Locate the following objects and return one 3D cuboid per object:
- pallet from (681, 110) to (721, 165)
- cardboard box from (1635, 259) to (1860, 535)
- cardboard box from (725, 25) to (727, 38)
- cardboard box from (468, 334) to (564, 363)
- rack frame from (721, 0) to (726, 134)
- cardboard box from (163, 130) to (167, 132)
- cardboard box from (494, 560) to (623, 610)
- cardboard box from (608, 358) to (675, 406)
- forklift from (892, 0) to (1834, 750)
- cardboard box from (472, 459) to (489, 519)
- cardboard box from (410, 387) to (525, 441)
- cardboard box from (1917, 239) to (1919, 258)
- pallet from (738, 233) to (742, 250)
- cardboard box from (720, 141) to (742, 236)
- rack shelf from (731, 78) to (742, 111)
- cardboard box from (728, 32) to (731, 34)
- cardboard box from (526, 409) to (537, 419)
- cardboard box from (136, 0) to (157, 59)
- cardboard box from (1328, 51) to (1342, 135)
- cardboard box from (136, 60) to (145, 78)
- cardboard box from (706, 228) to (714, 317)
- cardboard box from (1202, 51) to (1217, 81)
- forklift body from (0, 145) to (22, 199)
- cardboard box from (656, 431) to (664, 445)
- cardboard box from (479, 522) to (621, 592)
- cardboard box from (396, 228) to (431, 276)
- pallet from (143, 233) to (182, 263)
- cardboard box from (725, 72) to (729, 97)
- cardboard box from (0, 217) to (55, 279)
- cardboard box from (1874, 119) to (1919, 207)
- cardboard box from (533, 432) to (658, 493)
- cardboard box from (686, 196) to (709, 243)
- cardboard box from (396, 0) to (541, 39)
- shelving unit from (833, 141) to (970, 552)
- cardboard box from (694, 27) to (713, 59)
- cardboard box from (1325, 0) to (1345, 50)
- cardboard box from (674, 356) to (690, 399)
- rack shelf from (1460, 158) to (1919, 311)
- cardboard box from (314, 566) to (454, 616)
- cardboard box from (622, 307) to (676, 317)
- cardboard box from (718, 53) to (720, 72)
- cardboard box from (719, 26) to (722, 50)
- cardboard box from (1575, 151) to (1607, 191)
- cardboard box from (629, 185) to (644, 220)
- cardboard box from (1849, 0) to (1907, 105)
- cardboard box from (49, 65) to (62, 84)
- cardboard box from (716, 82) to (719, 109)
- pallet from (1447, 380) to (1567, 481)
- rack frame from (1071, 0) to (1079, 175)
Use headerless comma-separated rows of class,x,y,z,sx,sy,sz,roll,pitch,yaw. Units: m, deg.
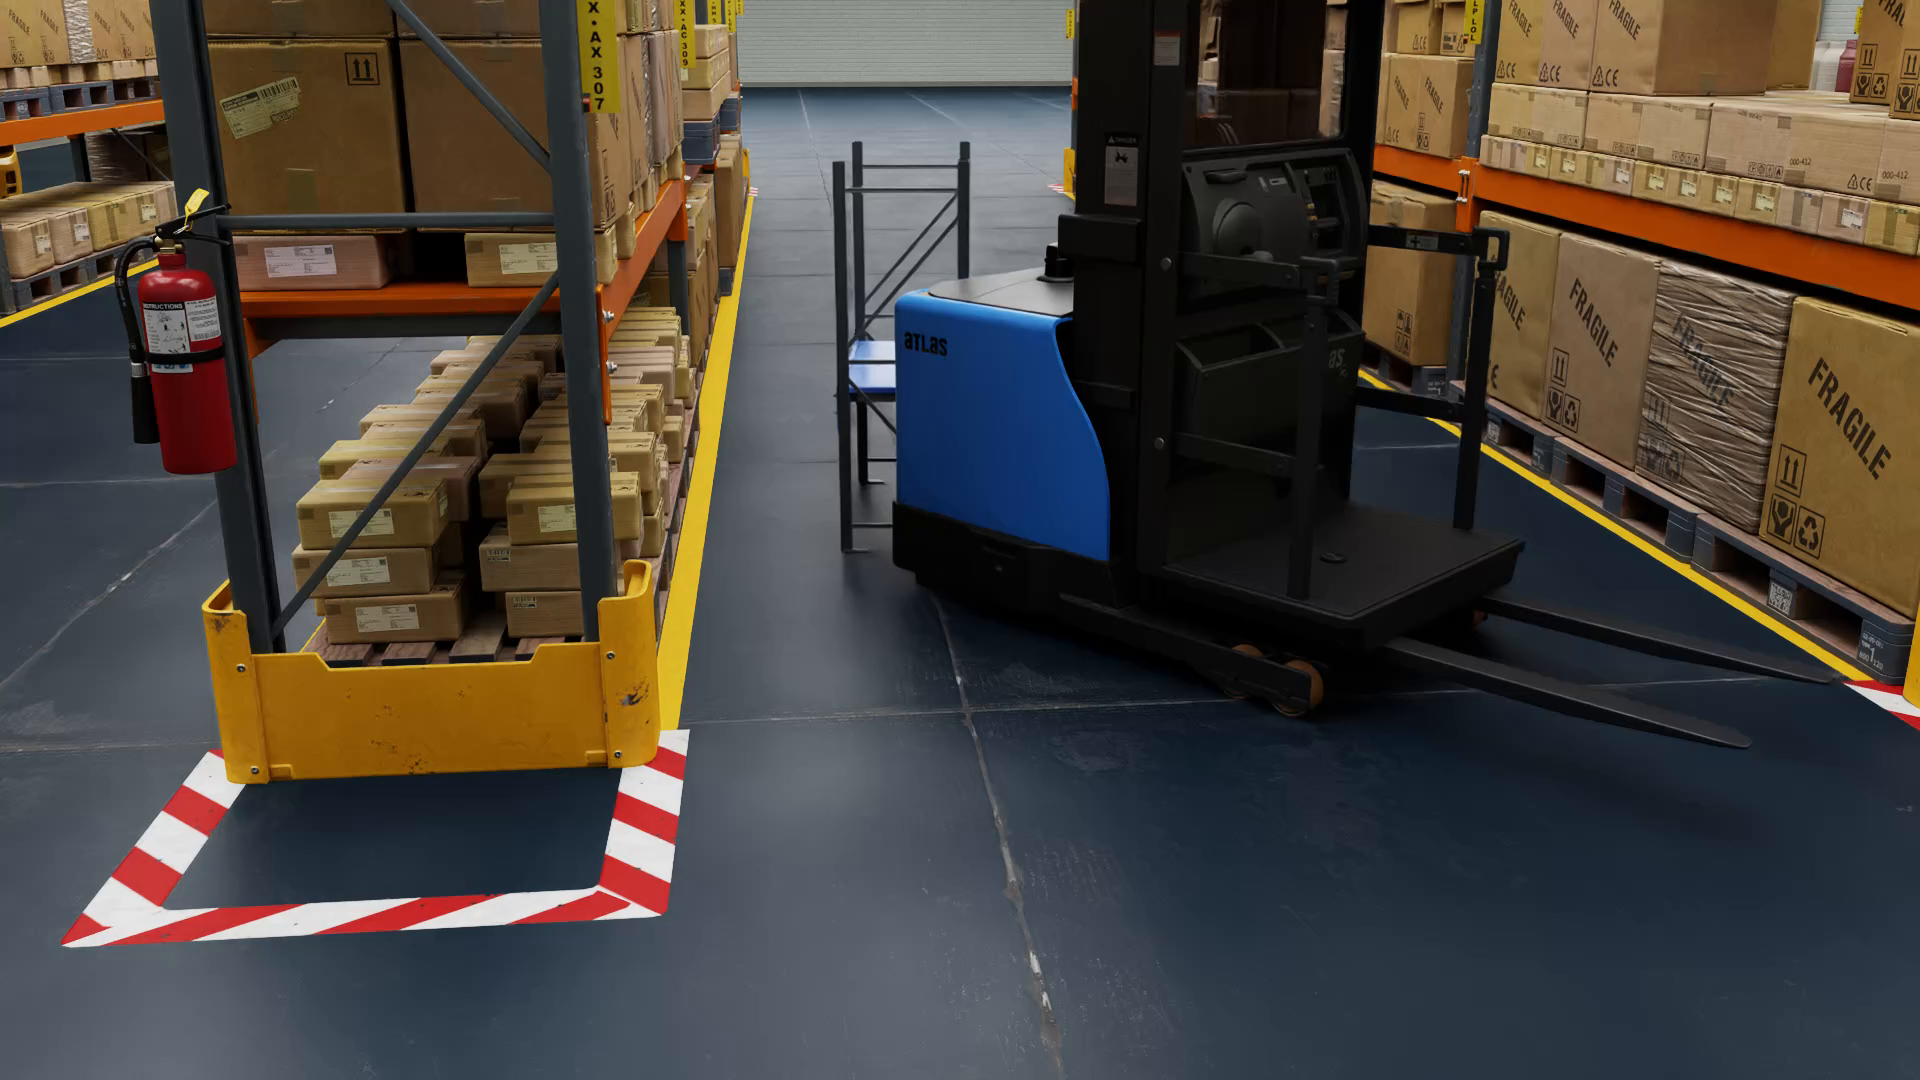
pallet,-1.796,-2.140,8.806,1.003,0.211,1.213,-2,18,-6
cardboard box,3.255,-0.577,6.352,0.875,0.875,0.875,-2,18,-6
cardboard box,-1.744,-3.349,11.060,0.380,0.149,0.250,-2,18,-6
cardboard box,-1.988,-0.857,7.463,0.380,0.149,0.250,-2,18,-6
rack frame,-2.687,-4.383,15.629,1.000,3.000,0.127,-2,18,-6
cardboard box,-7.459,-3.789,16.376,0.500,0.500,0.500,-1,17,-3
cardboard box,-1.293,0.111,5.375,0.380,0.149,0.250,-2,18,-6
cardboard box,-1.359,-0.639,6.770,0.380,0.149,0.250,-2,18,-8
forklift,1.157,-1.044,5.108,3.031,2.935,1.130,16,24,42
cardboard box,-1.768,-0.176,5.792,0.380,0.149,0.250,-2,18,-6
cardboard box,-1.841,-0.471,6.234,0.380,0.149,0.250,-2,18,-7
cardboard box,3.130,-0.907,4.977,0.380,0.149,0.250,-1,17,-5
pallet,-2.532,-2.825,15.322,1.003,0.211,1.213,-2,18,-6
cardboard box,-2.438,-3.040,14.407,1.050,0.750,0.750,-2,18,-6
rack shelf,-2.893,-4.635,17.635,1.077,0.370,4.000,-2,18,-6
cardboard box,-2.782,-5.406,16.835,0.875,0.550,0.550,-2,18,-6
cardboard box,-1.936,-0.556,7.003,0.380,0.149,0.250,-1,17,-3
cardboard box,-7.324,-4.459,14.508,0.500,0.500,0.500,-2,18,-7
cardboard box,2.610,-2.753,10.273,0.500,0.500,0.500,-2,18,-5
cardboard box,-7.263,-4.056,14.308,0.380,0.149,0.250,-2,18,-7
cardboard box,-1.826,-1.699,10.553,0.500,0.500,0.500,-3,18,-8
cardboard box,2.229,-3.939,13.739,0.396,0.266,0.258,-2,18,-7
forklift body,-10.939,-4.323,16.858,2.313,2.155,1.214,-2,18,-6
cardboard box,-1.416,-0.345,6.827,0.380,0.149,0.250,-1,17,-5
cardboard box,-1.248,0.046,5.083,0.380,0.149,0.250,-1,17,-3
cardboard box,-1.752,-0.851,4.800,0.380,0.149,0.250,-2,18,-6
pallet,-7.518,-2.637,14.725,1.003,0.211,1.213,-2,18,-6
cardboard box,-1.716,-2.988,10.905,0.380,0.149,0.250,-1,17,-5
cardboard box,-7.236,-2.123,12.118,0.950,0.372,0.625,-3,18,-9
cardboard box,3.181,-1.137,5.045,0.500,0.250,0.500,-2,18,-7
cardboard box,-1.212,-0.256,5.549,0.380,0.149,0.250,-2,18,-6
cardboard box,-1.781,-1.904,9.953,0.500,0.250,0.500,-1,17,-4
cardboard box,-1.232,-1.616,4.484,0.500,0.500,0.500,-2,18,-6
shelving unit,-0.212,-0.824,6.797,0.538,1.500,1.048,0,17,0
cardboard box,-1.445,-2.495,8.342,0.380,0.149,0.250,-1,17,-3
cardboard box,2.793,-3.428,10.746,0.797,0.503,0.637,-1,17,-4
cardboard box,-1.428,-0.738,7.581,0.380,0.149,0.250,-2,18,-8
rack shelf,3.288,-1.183,6.639,1.077,0.370,4.000,-2,18,-6
cardboard box,-1.838,0.128,5.319,0.380,0.149,0.250,-1,17,-4
cardboard box,-1.566,-1.025,8.000,0.380,0.149,0.250,-1,17,-4
cardboard box,-1.585,-2.744,9.631,0.380,0.149,0.250,-2,18,-7
cardboard box,-1.611,-2.961,9.825,0.380,0.149,0.250,-1,17,-4
cardboard box,2.892,-1.593,7.162,0.380,0.149,0.250,-2,18,-6
cardboard box,-1.368,-1.258,6.094,0.380,0.149,0.250,-1,17,-4
cardboard box,3.603,-1.813,5.947,0.500,0.500,0.500,-2,18,-7
cardboard box,-7.193,-3.594,12.836,0.380,0.149,0.250,-1,17,-3
cardboard box,-1.526,-2.443,9.170,0.380,0.149,0.250,-2,18,-5
pallet,3.083,-0.563,8.118,1.003,0.211,1.213,-2,18,-6
rack frame,1.844,-5.698,19.818,1.000,3.000,0.127,-2,18,-6
